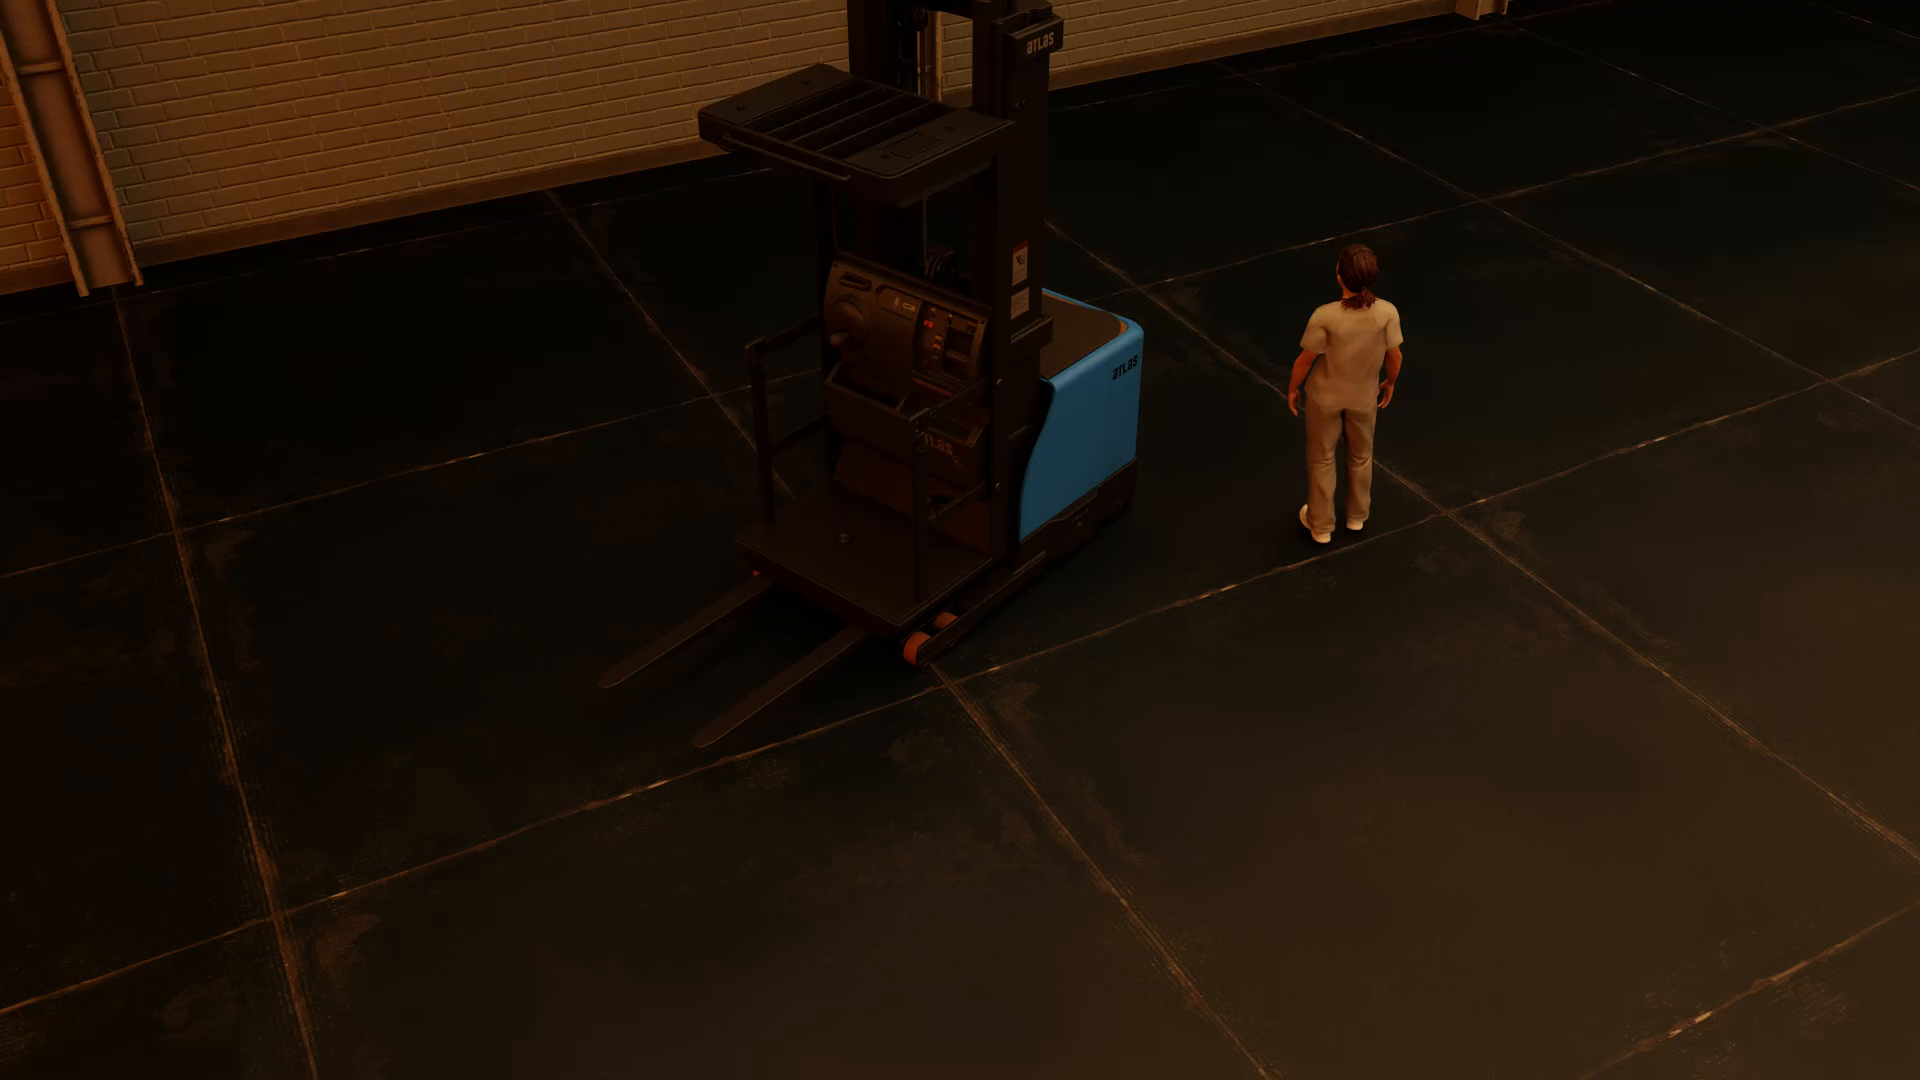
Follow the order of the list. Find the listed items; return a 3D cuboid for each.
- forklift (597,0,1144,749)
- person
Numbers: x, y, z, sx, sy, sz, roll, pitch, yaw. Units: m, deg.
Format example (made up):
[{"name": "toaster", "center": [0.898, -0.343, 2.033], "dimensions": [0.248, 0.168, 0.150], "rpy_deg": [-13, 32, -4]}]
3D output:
[{"name": "forklift", "center": [-0.390, -0.927, 7.434], "dimensions": [1.130, 2.935, 3.031], "rpy_deg": [26, 43, 31]}, {"name": "person", "center": [1.889, -0.740, 8.245], "dimensions": [0.551, 1.673, 0.548], "rpy_deg": [0, 35, 0]}]
